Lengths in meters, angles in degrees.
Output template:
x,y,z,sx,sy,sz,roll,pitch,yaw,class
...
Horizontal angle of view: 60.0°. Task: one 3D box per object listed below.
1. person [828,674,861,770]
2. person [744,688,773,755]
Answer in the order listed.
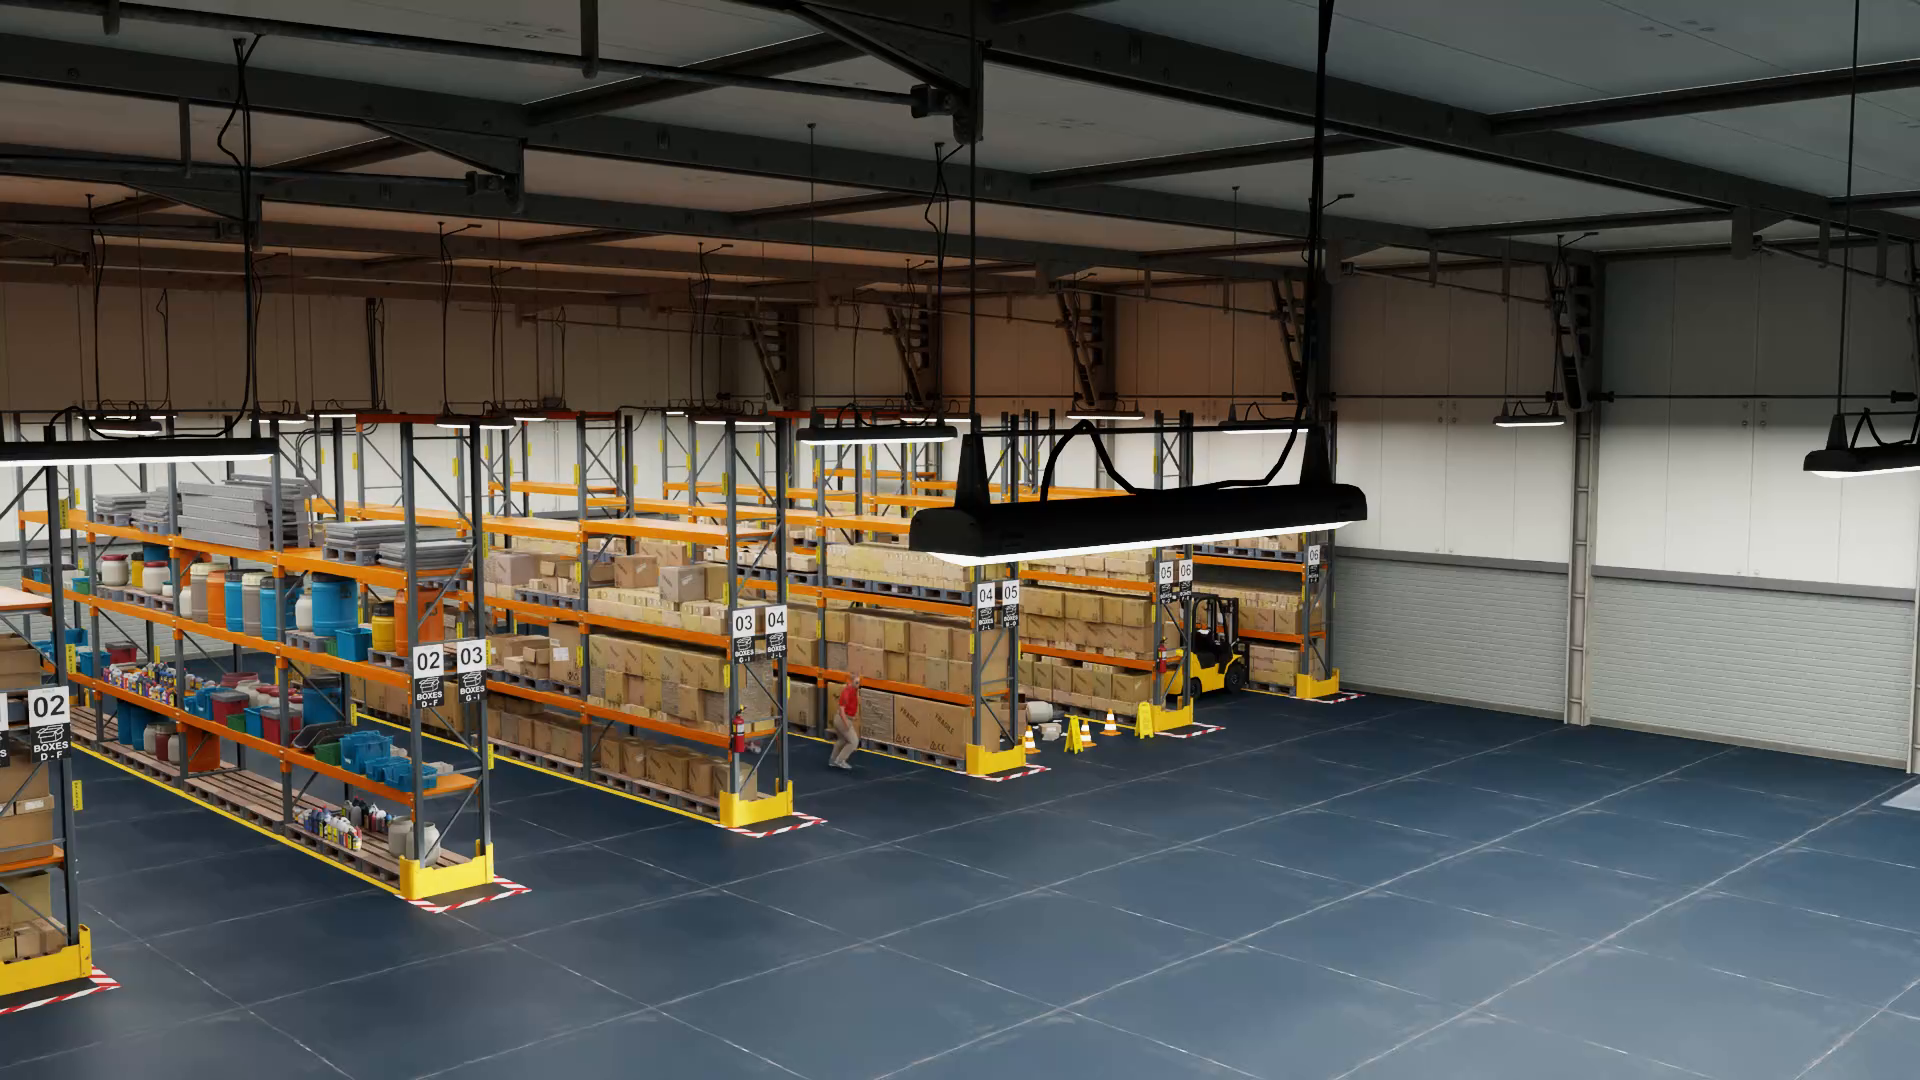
x,y,z,sx,sy,sz,roll,pitch,yaw,class
-1.950,3.069,28.161,0.575,1.665,0.661,0,5,0,person
-3.598,2.943,29.434,0.684,1.688,0.561,3,6,30,person
